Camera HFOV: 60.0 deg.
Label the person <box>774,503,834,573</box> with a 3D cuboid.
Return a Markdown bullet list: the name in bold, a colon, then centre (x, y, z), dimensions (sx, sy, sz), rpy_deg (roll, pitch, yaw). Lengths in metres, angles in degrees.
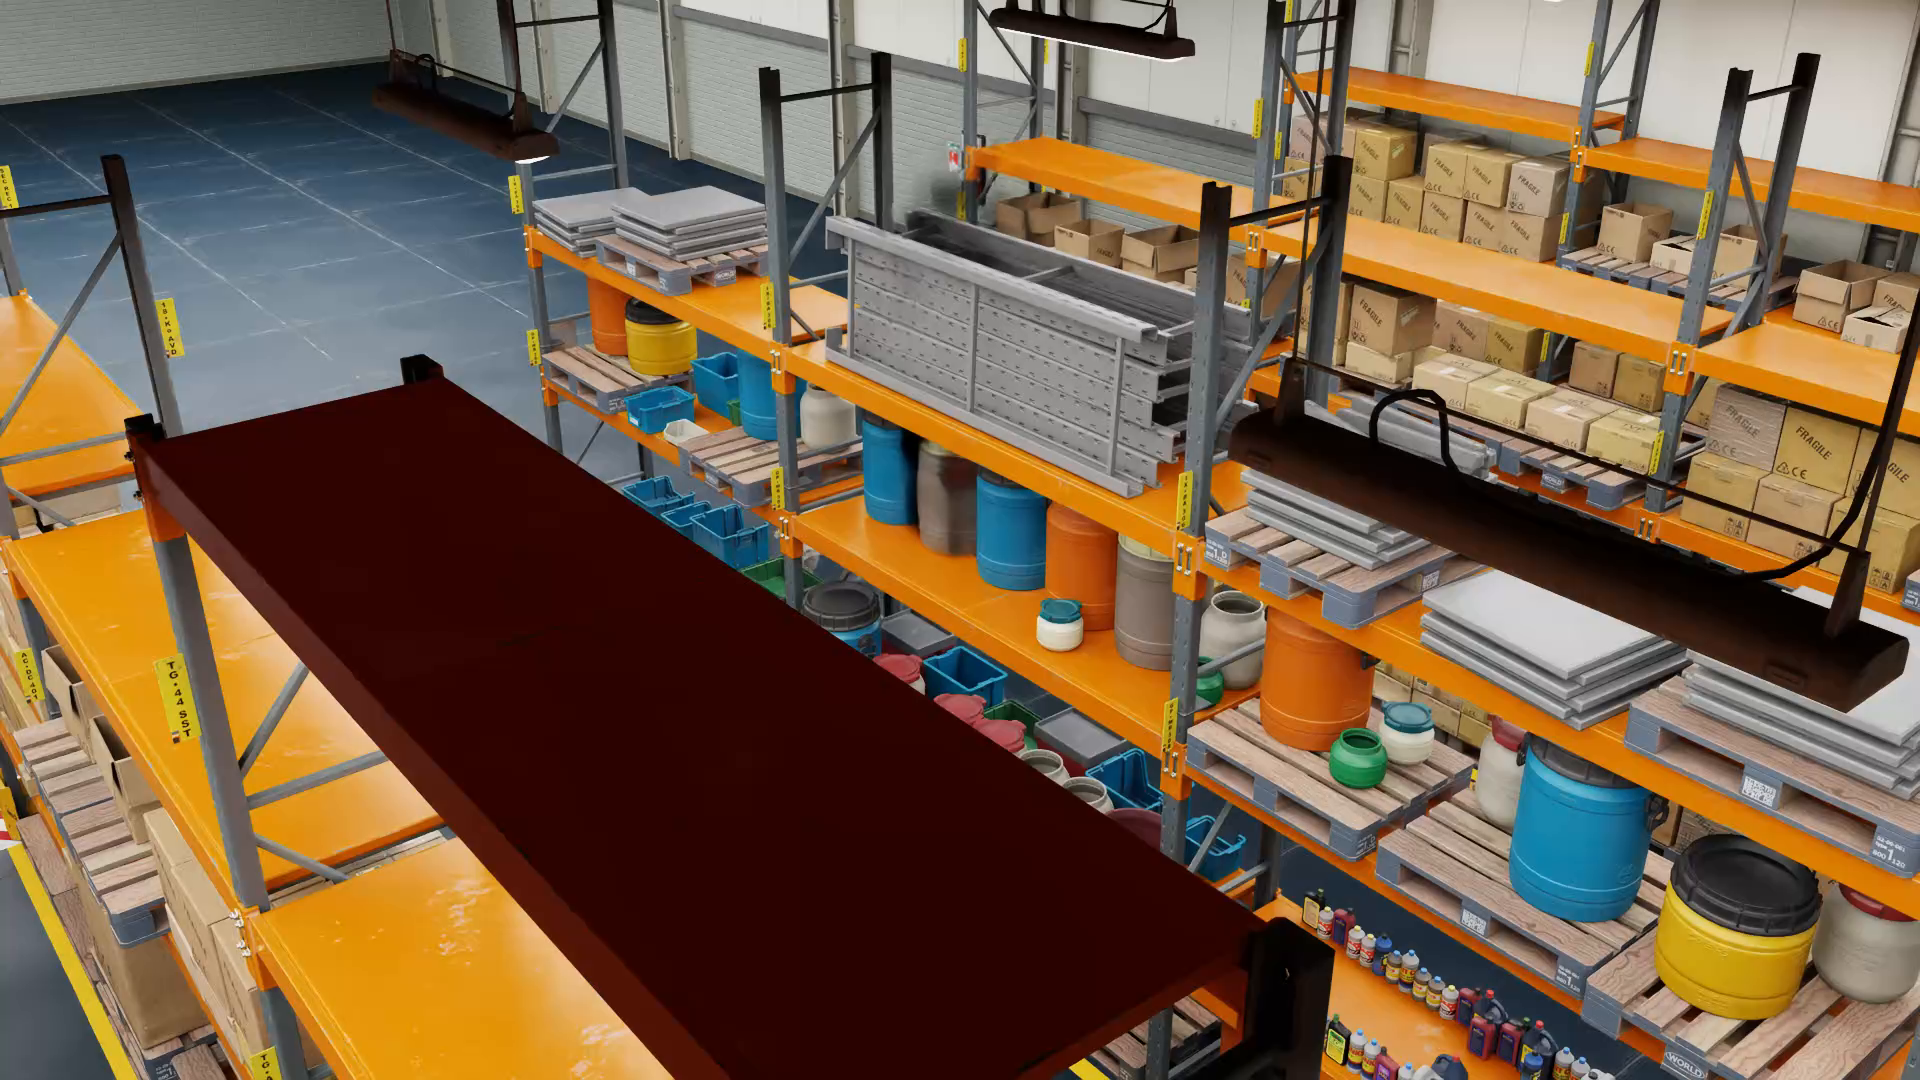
- **person**: centre (-1.520, 0.031, 16.201), dimensions (0.636, 1.741, 0.557), rpy_deg (-18, 31, -32)
